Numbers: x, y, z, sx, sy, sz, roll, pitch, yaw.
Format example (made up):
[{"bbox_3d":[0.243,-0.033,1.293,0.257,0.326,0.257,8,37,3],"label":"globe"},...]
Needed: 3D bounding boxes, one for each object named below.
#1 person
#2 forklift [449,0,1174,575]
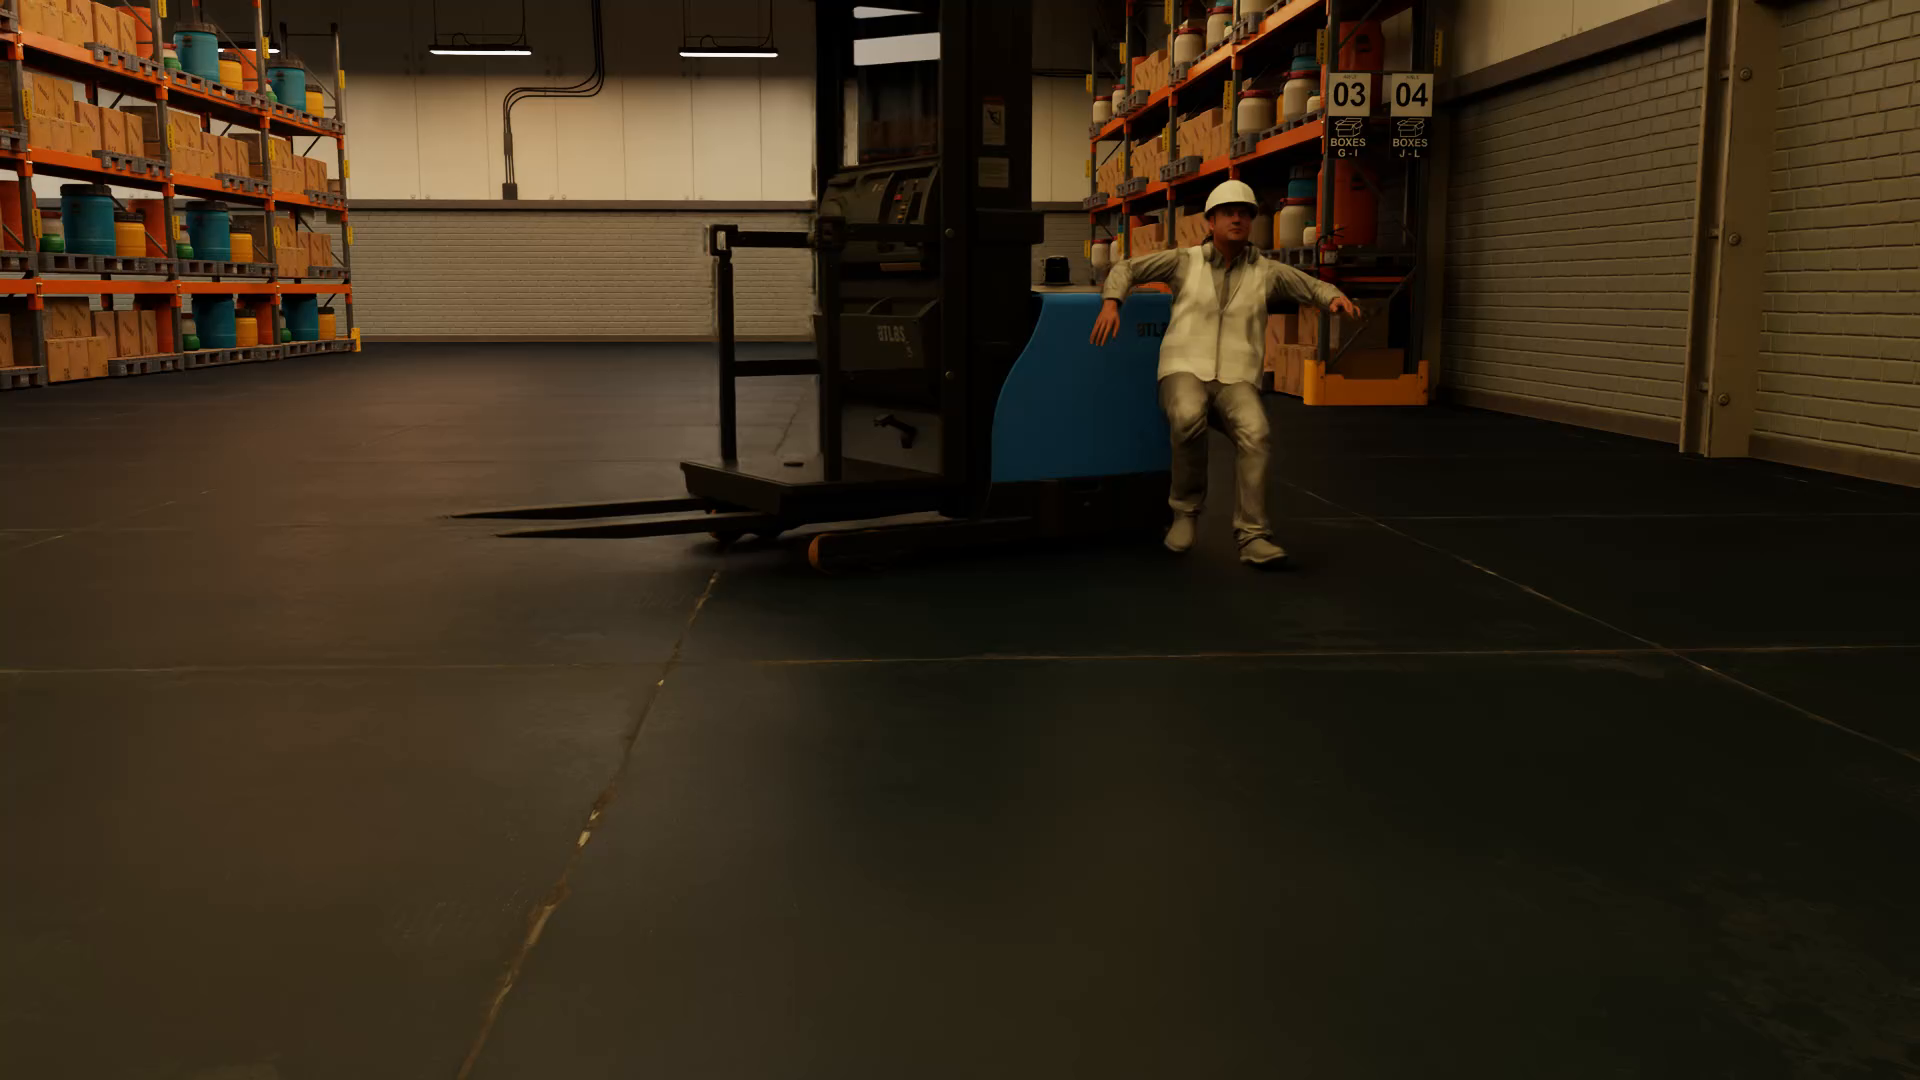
[{"bbox_3d":[1.056,-0.691,6.751,1.044,1.547,0.880,-1,8,-3],"label":"person"},{"bbox_3d":[-0.521,-1.403,6.779,3.031,2.935,1.130,-5,10,-31],"label":"forklift"}]
